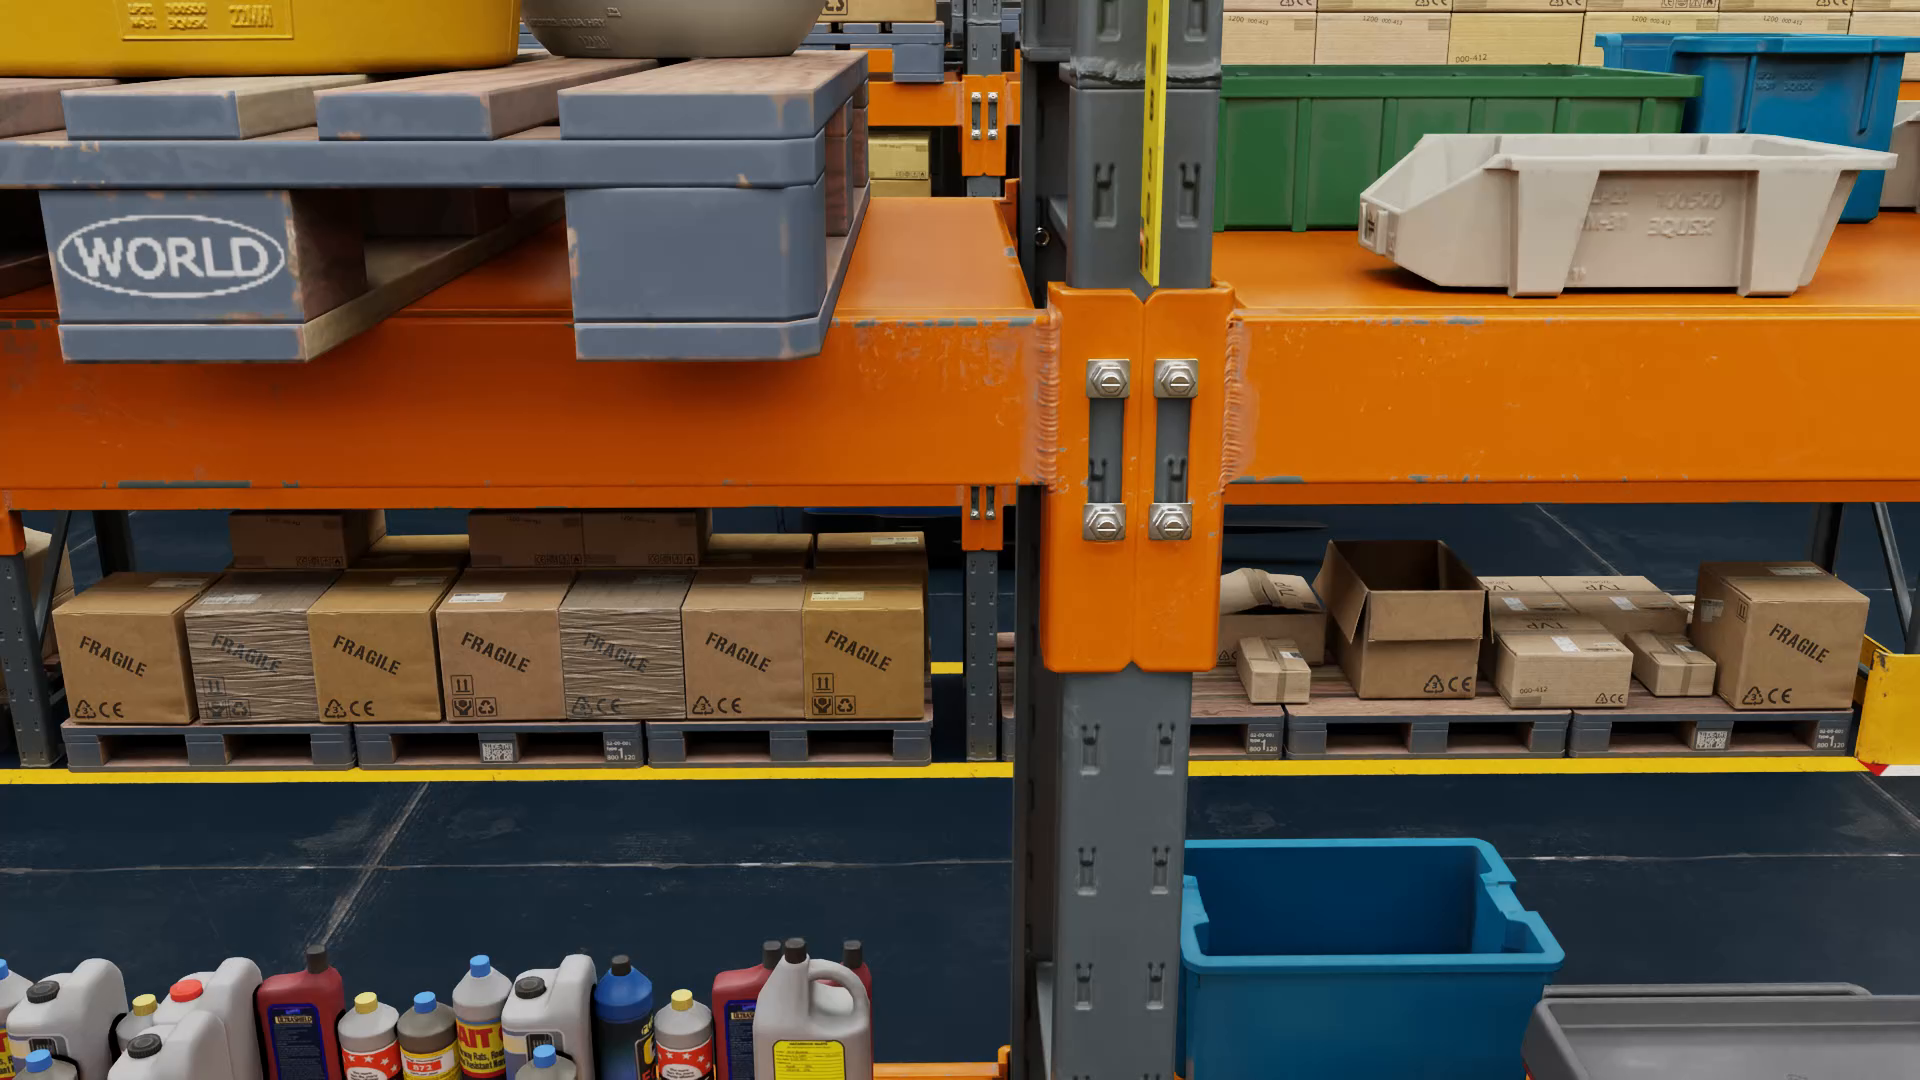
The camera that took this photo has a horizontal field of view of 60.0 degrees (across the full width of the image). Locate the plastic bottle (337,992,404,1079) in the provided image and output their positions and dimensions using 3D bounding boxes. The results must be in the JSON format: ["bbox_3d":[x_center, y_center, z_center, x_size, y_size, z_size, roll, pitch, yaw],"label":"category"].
[{"bbox_3d":[-0.987,0.856,2.792,0.097,0.201,0.097,0,18,0],"label":"plastic bottle"}]

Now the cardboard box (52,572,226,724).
[{"bbox_3d":[-3.456,0.453,7.096,0.500,0.500,0.500,0,18,1],"label":"cardboard box"}]

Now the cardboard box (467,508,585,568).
[{"bbox_3d":[-1.905,-0.073,7.508,0.500,0.250,0.500,-1,18,-2],"label":"cardboard box"}]

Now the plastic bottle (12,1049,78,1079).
[{"bbox_3d":[-1.448,0.905,2.641,0.097,0.201,0.097,0,18,0],"label":"plastic bottle"}]

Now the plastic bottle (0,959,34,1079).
[{"bbox_3d":[-1.585,0.826,2.773,0.097,0.271,0.097,0,18,0],"label":"plastic bottle"}]

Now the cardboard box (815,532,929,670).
[{"bbox_3d":[-0.404,0.277,7.646,0.500,0.500,0.500,-1,18,-3],"label":"cardboard box"}]

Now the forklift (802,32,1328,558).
[{"bbox_3d":[0.624,-1.385,9.567,3.031,2.935,1.130,1,18,3],"label":"forklift"}]

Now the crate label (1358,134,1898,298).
[{"bbox_3d":[0.652,-0.336,1.705,0.466,0.136,0.293,0,18,-1],"label":"crate label"}]

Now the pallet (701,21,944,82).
[{"bbox_3d":[-0.569,-1.989,6.734,1.003,0.211,1.213,0,18,-1],"label":"pallet"}]

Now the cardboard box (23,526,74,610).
[{"bbox_3d":[-4.444,0.143,7.588,0.500,0.311,0.500,0,18,1],"label":"cardboard box"}]

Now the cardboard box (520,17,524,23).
[{"bbox_3d":[-1.755,-2.368,6.594,0.600,0.600,0.600,-1,18,-3],"label":"cardboard box"}]

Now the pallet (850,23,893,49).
[{"bbox_3d":[-0.914,-3.462,11.333,1.217,0.209,0.805,-1,18,-3],"label":"pallet"}]

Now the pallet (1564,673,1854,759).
[{"bbox_3d":[3.210,0.681,7.579,1.213,0.211,1.003,0,18,-1],"label":"pallet"}]

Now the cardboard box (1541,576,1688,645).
[{"bbox_3d":[3.035,0.367,7.774,0.500,0.250,0.500,0,18,-1],"label":"cardboard box"}]

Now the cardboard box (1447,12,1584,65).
[{"bbox_3d":[2.074,-1.922,6.464,0.500,0.250,0.500,0,18,-1],"label":"cardboard box"}]

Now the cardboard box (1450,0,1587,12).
[{"bbox_3d":[2.074,-2.158,6.379,0.500,0.250,0.500,0,18,-1],"label":"cardboard box"}]

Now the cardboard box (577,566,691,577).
[{"bbox_3d":[-1.437,0.283,7.627,0.500,0.500,0.500,0,18,0],"label":"cardboard box"}]

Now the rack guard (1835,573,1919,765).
[{"bbox_3d":[4.007,0.539,7.547,0.348,0.500,1.175,0,18,-1],"label":"rack guard"}]

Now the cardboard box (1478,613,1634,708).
[{"bbox_3d":[2.593,0.522,7.291,0.500,0.250,0.500,0,18,-1],"label":"cardboard box"}]

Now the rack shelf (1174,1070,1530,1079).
[{"bbox_3d":[2.158,1.214,2.530,4.000,0.370,1.077,0,18,-1],"label":"rack shelf"}]

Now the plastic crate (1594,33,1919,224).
[{"bbox_3d":[1.064,-0.569,2.275,0.300,0.233,0.416,0,18,-1],"label":"plastic crate"}]

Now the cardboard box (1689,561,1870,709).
[{"bbox_3d":[3.544,0.407,7.239,0.500,0.500,0.500,0,18,-1],"label":"cardboard box"}]

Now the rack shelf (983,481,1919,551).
[{"bbox_3d":[2.084,-0.299,7.247,4.000,0.370,1.077,0,18,-1],"label":"rack shelf"}]

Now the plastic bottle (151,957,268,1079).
[{"bbox_3d":[-1.236,0.830,2.751,0.135,0.276,0.152,0,18,-1],"label":"plastic bottle"}]

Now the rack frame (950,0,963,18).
[{"bbox_3d":[0.002,-5.001,10.906,0.127,3.000,1.000,0,18,-1],"label":"rack frame"}]

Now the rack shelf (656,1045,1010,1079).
[{"bbox_3d":[-1.841,1.233,2.470,4.000,0.370,1.077,0,18,-1],"label":"rack shelf"}]

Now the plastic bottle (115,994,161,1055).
[{"bbox_3d":[-1.353,0.858,2.787,0.097,0.201,0.097,0,18,0],"label":"plastic bottle"}]

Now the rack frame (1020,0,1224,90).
[{"bbox_3d":[0.158,-1.976,1.474,0.127,3.000,1.000,0,18,-1],"label":"rack frame"}]

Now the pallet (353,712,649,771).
[{"bbox_3d":[-1.952,0.718,7.463,1.213,0.211,1.003,0,18,-1],"label":"pallet"}]

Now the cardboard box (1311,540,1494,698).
[{"bbox_3d":[1.962,0.337,7.454,0.637,0.503,0.797,0,18,-1],"label":"cardboard box"}]

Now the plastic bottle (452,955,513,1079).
[{"bbox_3d":[-0.793,0.822,2.785,0.097,0.271,0.097,0,18,0],"label":"plastic bottle"}]

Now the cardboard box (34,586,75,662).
[{"bbox_3d":[-4.444,0.410,7.674,0.500,0.250,0.500,0,18,-1],"label":"cardboard box"}]

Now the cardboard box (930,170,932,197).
[{"bbox_3d":[-0.462,-2.418,11.992,0.500,0.500,0.500,-1,18,-3],"label":"cardboard box"}]

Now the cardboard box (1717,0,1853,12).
[{"bbox_3d":[3.074,-2.163,6.397,0.500,0.250,0.500,0,18,-1],"label":"cardboard box"}]

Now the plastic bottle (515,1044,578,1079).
[{"bbox_3d":[-0.656,0.901,2.653,0.097,0.201,0.097,0,18,0],"label":"plastic bottle"}]

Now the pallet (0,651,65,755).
[{"bbox_3d":[-4.739,0.707,7.497,1.213,0.211,1.003,0,18,-1],"label":"pallet"}]

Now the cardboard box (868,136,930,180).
[{"bbox_3d":[-0.461,-2.620,11.394,0.500,0.250,0.500,0,18,0],"label":"cardboard box"}]

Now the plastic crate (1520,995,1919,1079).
[{"bbox_3d":[1.055,0.894,2.146,0.583,0.464,0.402,0,18,-1],"label":"plastic crate"}]

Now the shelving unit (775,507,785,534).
[{"bbox_3d":[-1.039,-0.596,9.921,0.189,1.200,0.258,-4,18,4],"label":"shelving unit"}]

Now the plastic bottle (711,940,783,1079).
[{"bbox_3d":[-0.348,0.809,2.807,0.133,0.283,0.061,0,18,-1],"label":"plastic bottle"}]

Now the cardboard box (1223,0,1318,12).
[{"bbox_3d":[1.074,-2.156,6.375,0.500,0.250,0.500,0,18,-1],"label":"cardboard box"}]

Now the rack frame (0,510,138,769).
[{"bbox_3d":[-3.916,-0.613,7.046,0.127,3.000,1.000,0,18,-1],"label":"rack frame"}]

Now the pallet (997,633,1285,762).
[{"bbox_3d":[0.771,0.693,7.542,1.213,0.211,1.003,0,18,-1],"label":"pallet"}]

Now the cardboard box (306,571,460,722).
[{"bbox_3d":[-2.431,0.448,7.112,0.500,0.500,0.500,-1,18,-2],"label":"cardboard box"}]

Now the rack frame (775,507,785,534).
[{"bbox_3d":[-1.130,-0.590,9.927,0.006,1.200,0.240,-4,18,4],"label":"rack frame"}]

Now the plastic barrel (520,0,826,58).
[{"bbox_3d":[-0.372,-0.886,2.078,0.433,0.535,0.433,0,18,0],"label":"plastic barrel"}]

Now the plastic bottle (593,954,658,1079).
[{"bbox_3d":[-0.561,0.821,2.788,0.097,0.271,0.097,0,18,0],"label":"plastic bottle"}]

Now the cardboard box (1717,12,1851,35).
[{"bbox_3d":[3.074,-1.926,6.476,0.500,0.250,0.500,0,18,-1],"label":"cardboard box"}]

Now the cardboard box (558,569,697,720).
[{"bbox_3d":[-1.401,0.441,7.134,0.500,0.500,0.500,0,18,0],"label":"cardboard box"}]

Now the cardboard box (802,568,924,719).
[{"bbox_3d":[-0.405,0.439,7.141,0.500,0.500,0.500,0,18,-1],"label":"cardboard box"}]

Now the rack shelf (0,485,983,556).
[{"bbox_3d":[-1.916,-0.280,7.186,4.000,0.370,1.077,0,18,-1],"label":"rack shelf"}]

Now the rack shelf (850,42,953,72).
[{"bbox_3d":[-1.998,-3.221,11.444,4.000,0.370,1.077,0,18,-1],"label":"rack shelf"}]

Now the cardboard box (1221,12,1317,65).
[{"bbox_3d":[1.074,-1.917,6.447,0.500,0.250,0.500,0,18,-1],"label":"cardboard box"}]

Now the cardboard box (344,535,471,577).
[{"bbox_3d":[-2.467,0.290,7.606,0.500,0.500,0.500,-1,18,-3],"label":"cardboard box"}]

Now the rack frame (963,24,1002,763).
[{"bbox_3d":[0.084,-0.632,7.107,0.127,3.000,1.000,0,18,-1],"label":"rack frame"}]
